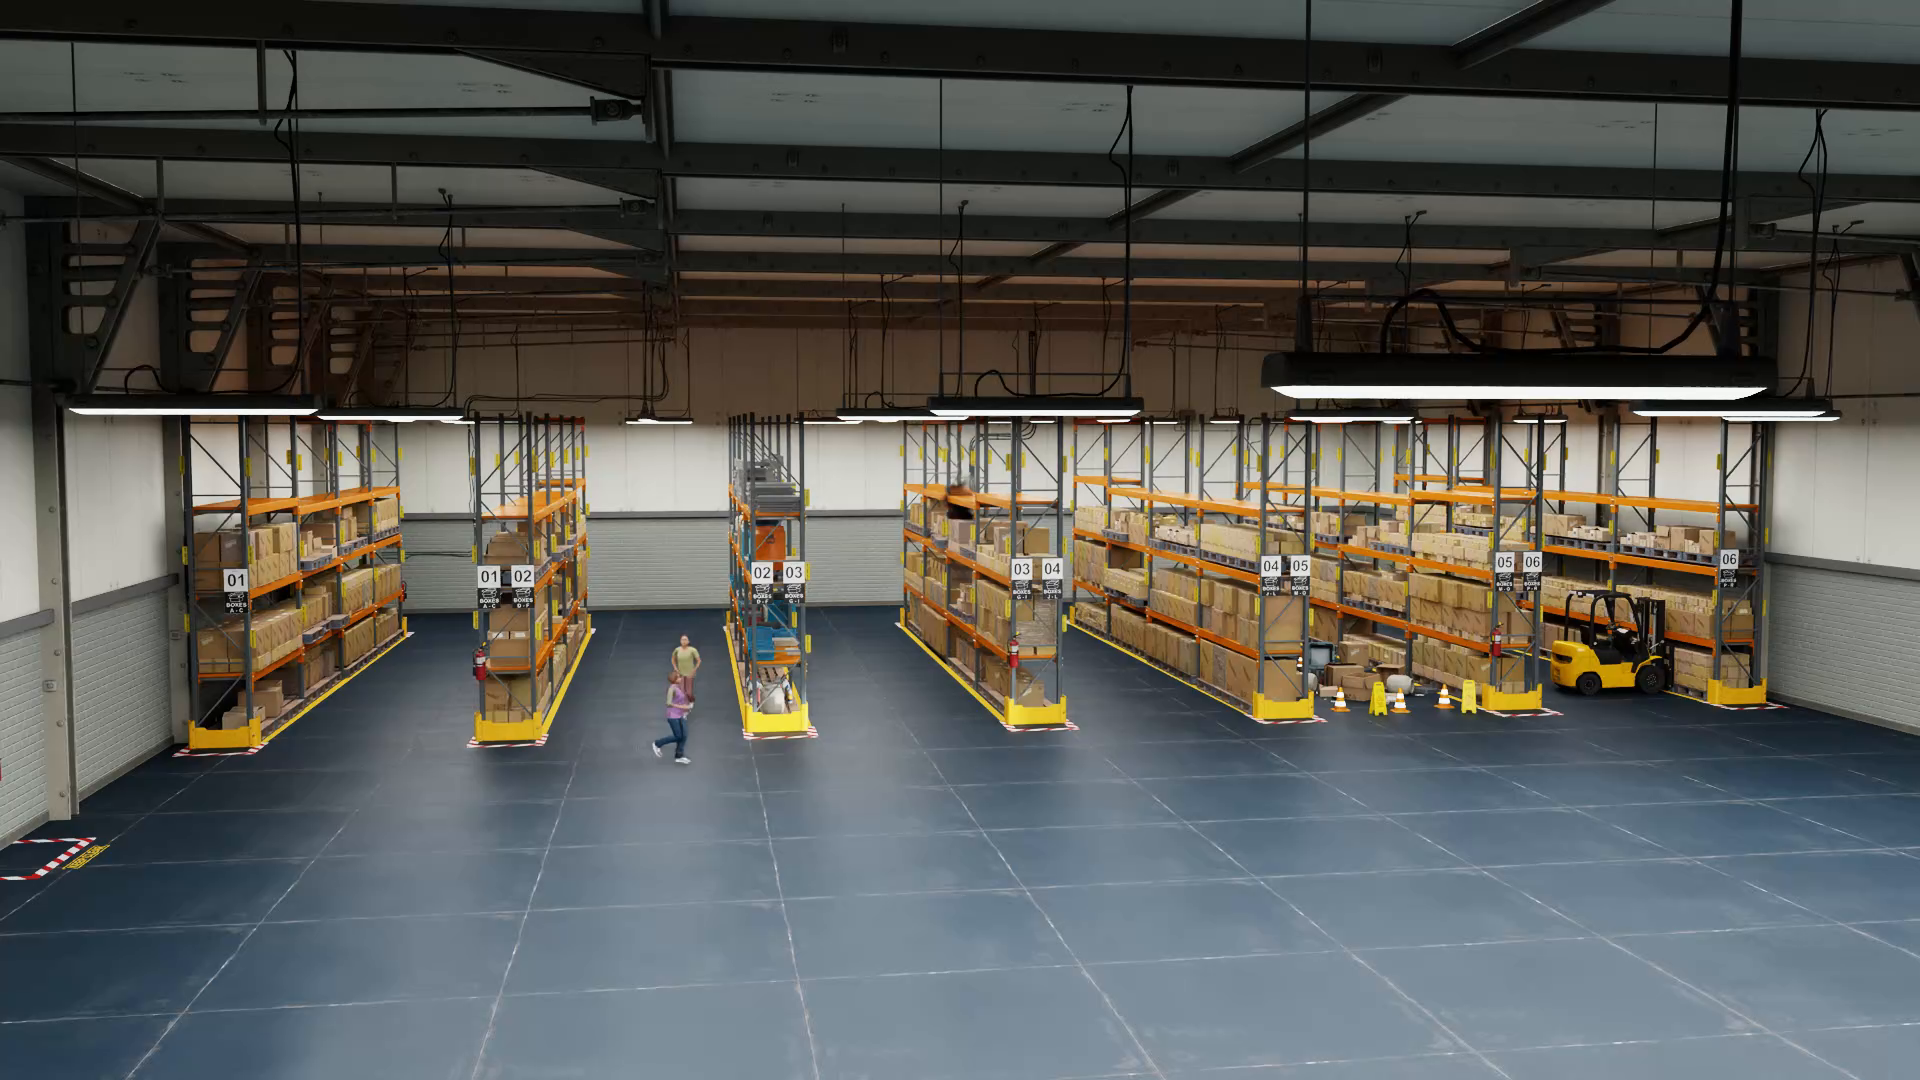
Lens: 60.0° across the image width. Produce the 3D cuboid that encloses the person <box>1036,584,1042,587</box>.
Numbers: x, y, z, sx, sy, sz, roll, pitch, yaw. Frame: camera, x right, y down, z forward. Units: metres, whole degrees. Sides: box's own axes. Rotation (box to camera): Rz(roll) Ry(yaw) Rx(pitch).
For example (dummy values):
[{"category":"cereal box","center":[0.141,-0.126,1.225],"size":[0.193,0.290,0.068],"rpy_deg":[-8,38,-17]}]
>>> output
[{"category":"person","center":[2.387,1.685,46.940],"size":[0.643,1.694,0.602],"rpy_deg":[0,4,-7]}]

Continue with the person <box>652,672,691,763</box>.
[{"category":"person","center":[-4.871,3.024,28.300],"size":[0.639,1.546,0.546],"rpy_deg":[1,4,8]}]

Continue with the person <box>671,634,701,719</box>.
[{"category":"person","center":[-5.428,2.675,32.942],"size":[0.597,1.638,0.718],"rpy_deg":[0,4,1]}]
